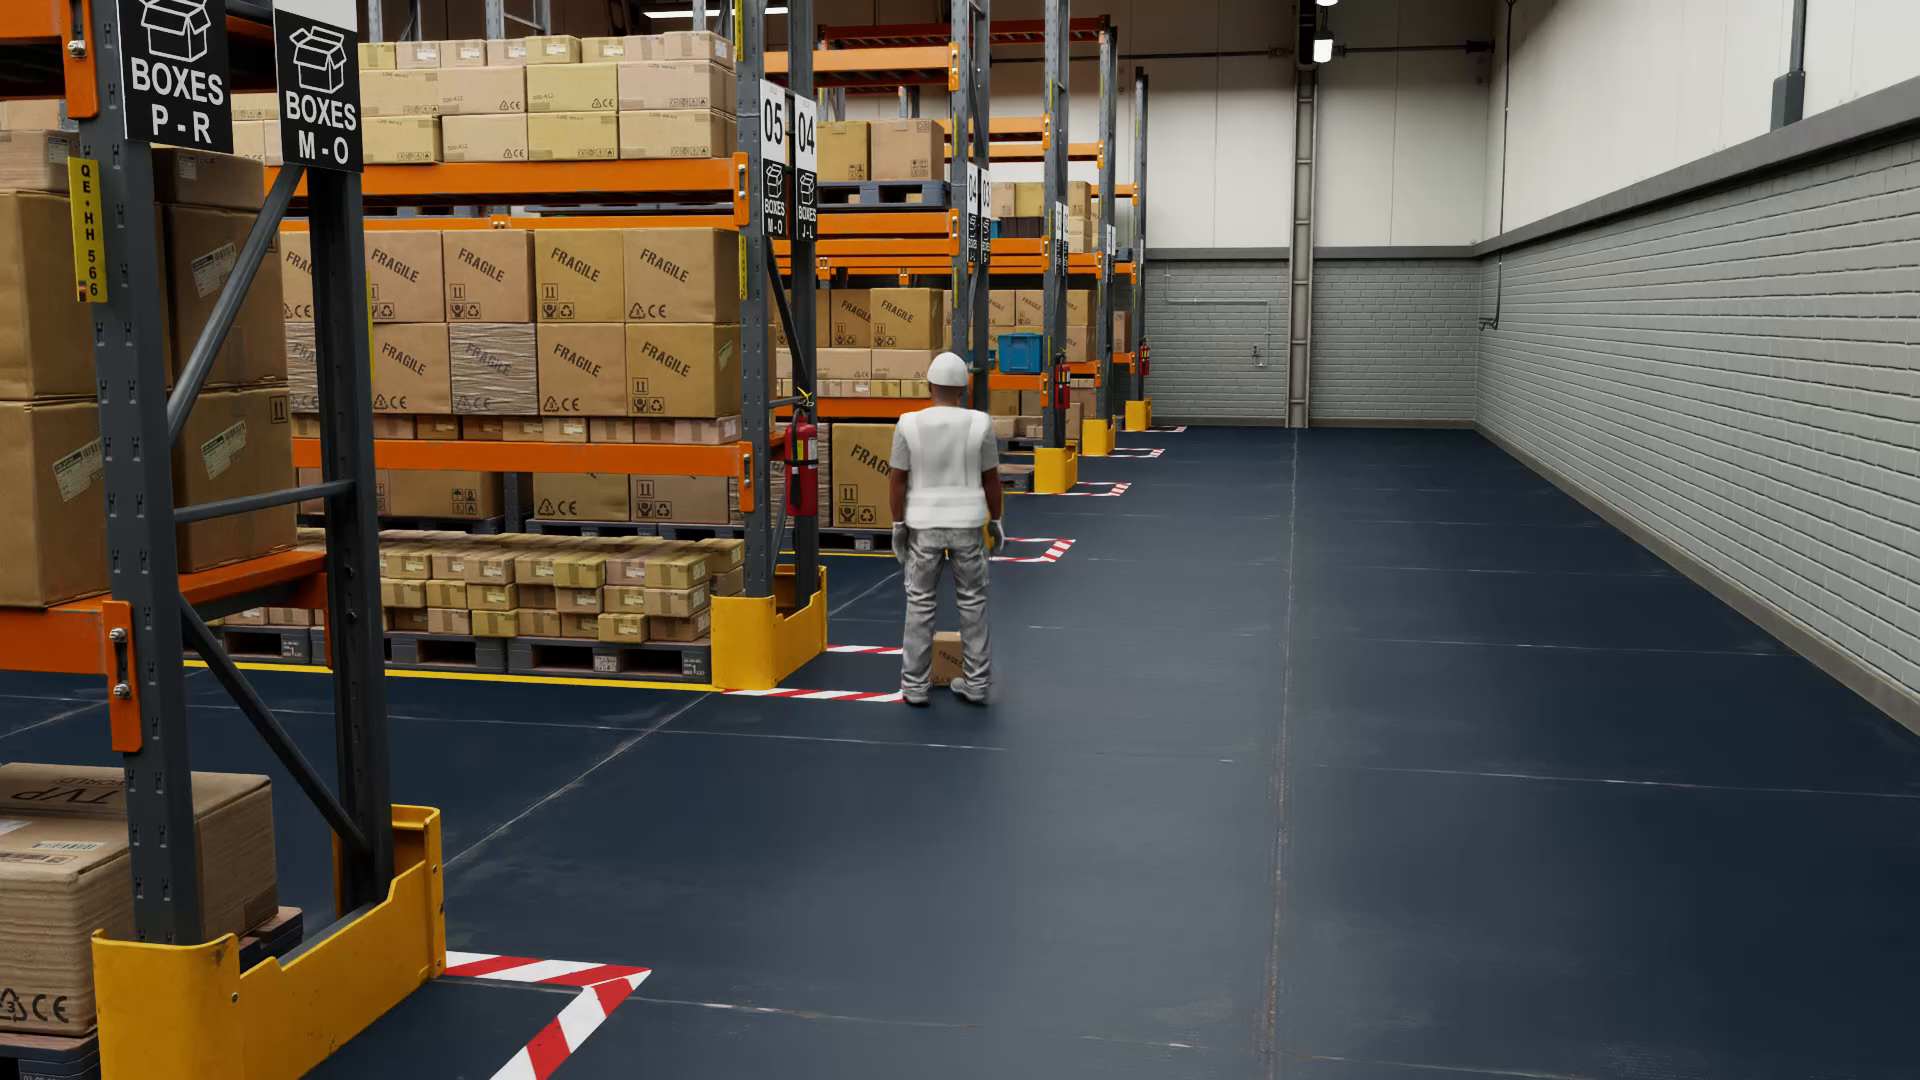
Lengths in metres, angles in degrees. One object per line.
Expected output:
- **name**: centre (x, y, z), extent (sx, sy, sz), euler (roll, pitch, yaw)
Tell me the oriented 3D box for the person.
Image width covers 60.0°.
- **person**: centre (-0.064, -0.061, 8.512), extent (0.589, 1.796, 0.388), euler (0, 8, -1)
